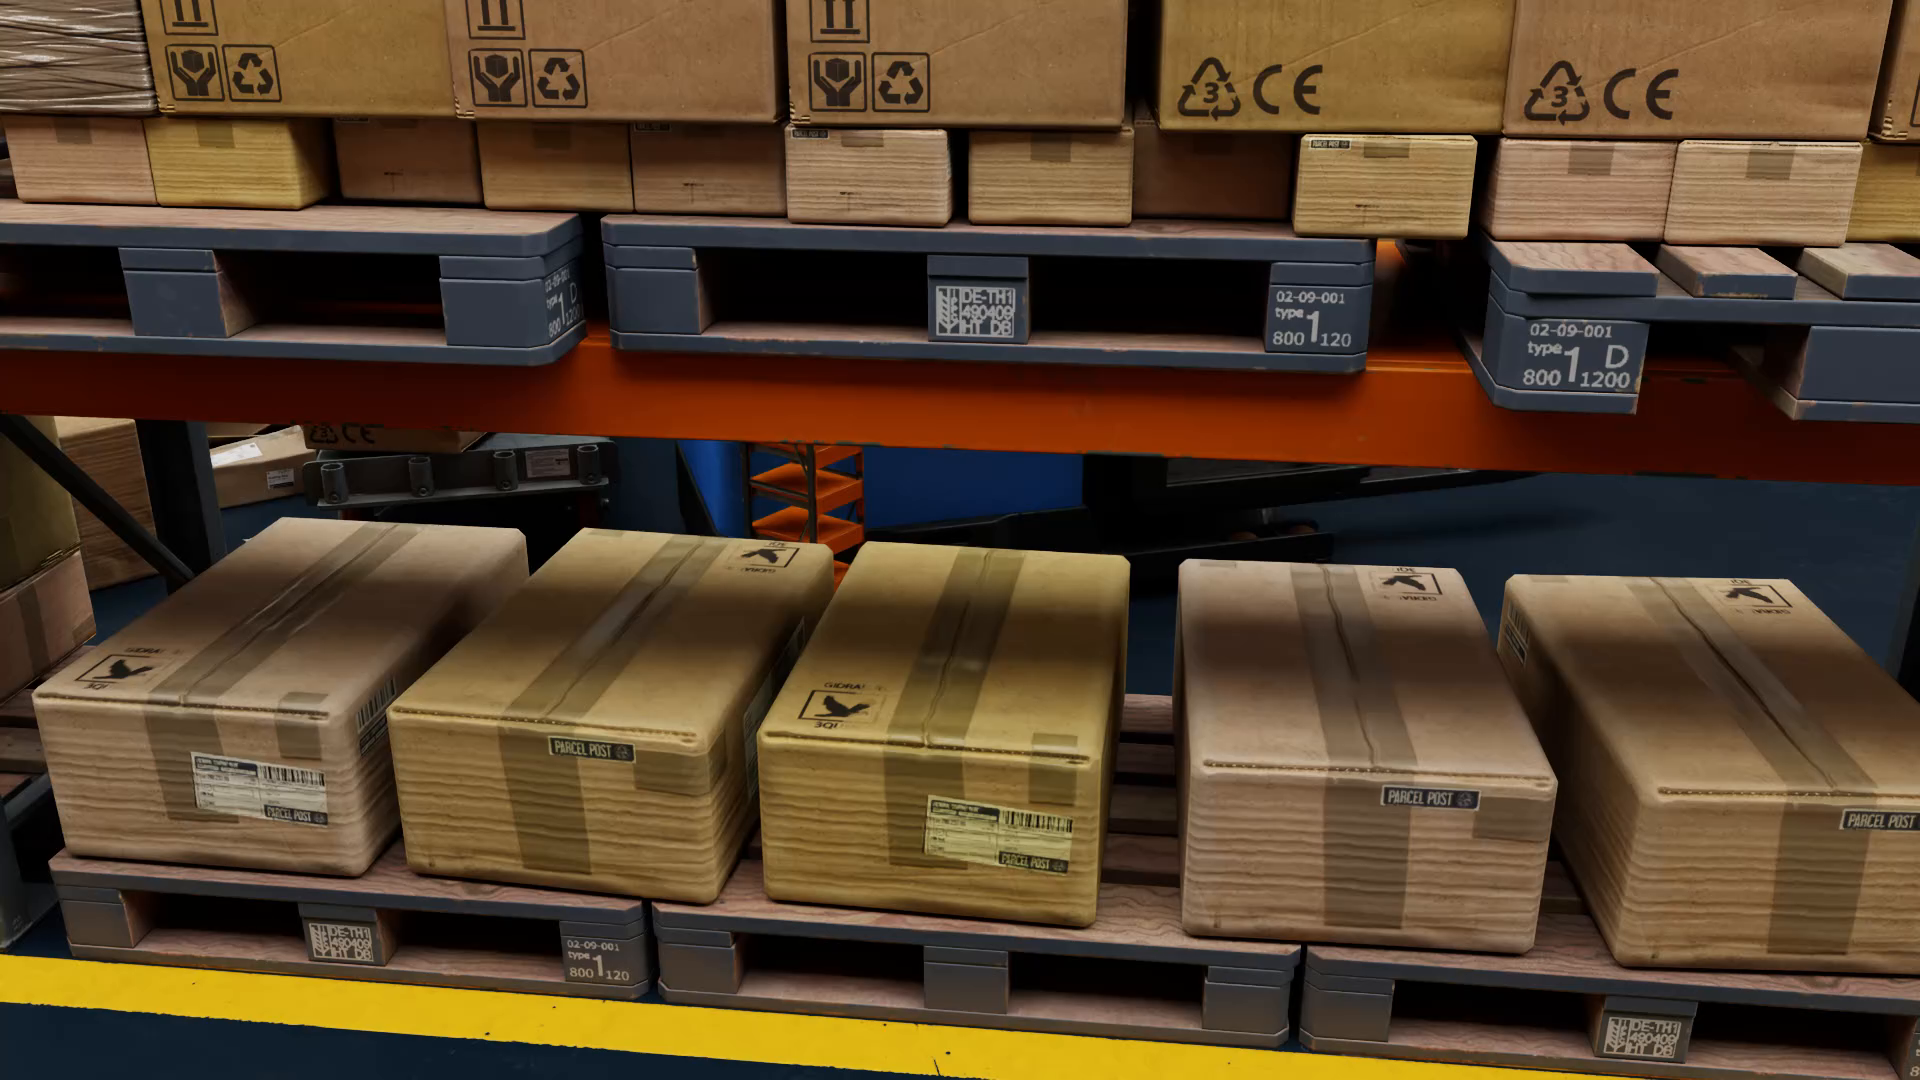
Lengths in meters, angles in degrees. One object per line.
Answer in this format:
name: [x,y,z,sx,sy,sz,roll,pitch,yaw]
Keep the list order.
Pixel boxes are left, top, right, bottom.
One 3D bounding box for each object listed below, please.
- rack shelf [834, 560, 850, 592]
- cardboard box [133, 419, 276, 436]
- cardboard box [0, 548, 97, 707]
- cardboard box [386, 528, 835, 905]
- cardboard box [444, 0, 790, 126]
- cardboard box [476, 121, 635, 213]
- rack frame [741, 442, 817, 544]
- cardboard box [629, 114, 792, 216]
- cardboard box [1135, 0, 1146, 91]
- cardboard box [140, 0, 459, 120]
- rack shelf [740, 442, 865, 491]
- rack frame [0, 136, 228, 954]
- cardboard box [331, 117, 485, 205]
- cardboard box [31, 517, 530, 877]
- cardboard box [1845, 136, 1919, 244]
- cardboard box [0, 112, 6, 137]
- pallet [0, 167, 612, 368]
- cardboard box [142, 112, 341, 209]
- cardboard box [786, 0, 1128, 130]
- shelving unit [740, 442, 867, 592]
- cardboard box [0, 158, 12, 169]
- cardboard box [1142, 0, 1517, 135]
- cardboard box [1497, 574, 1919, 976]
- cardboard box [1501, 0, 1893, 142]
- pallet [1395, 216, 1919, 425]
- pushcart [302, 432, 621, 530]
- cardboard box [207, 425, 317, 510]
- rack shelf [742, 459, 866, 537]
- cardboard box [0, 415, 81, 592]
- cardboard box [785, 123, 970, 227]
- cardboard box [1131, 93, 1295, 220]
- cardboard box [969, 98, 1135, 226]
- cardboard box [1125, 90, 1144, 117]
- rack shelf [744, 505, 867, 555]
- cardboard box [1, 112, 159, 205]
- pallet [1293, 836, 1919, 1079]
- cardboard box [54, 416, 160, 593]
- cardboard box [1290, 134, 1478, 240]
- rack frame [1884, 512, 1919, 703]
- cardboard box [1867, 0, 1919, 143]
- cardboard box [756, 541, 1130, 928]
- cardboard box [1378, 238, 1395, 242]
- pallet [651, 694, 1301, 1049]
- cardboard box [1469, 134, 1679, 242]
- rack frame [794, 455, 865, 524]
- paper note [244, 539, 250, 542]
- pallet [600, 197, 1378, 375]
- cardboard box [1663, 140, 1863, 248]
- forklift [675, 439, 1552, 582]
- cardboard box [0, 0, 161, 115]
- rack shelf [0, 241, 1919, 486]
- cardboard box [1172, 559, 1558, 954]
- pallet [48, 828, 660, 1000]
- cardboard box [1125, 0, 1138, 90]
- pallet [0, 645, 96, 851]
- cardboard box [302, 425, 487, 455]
rack shelf: [-0.395,0.114,4.292,0.258,0.103,0.180,15,26,34]
cardboard box: [-2.918,-0.636,6.179,0.503,0.637,0.797,2,22,6]
cardboard box: [-2.472,0.210,3.998,0.500,0.250,0.500,2,22,4]
cardboard box: [-0.682,0.329,3.531,0.625,0.372,0.950,4,22,10]
cardboard box: [-0.499,-0.957,2.668,0.500,0.500,0.500,2,22,6]
cardboard box: [-0.618,-0.664,2.810,0.250,0.149,0.380,3,22,7]
rack frame: [-0.449,-0.123,4.120,0.240,1.200,0.006,15,26,34]
cardboard box: [-0.373,-0.653,2.781,0.250,0.149,0.380,3,22,7]
cardboard box: [0.589,-1.101,3.033,0.500,0.500,0.500,3,22,7]
cardboard box: [-0.988,-0.983,2.735,0.500,0.500,0.500,3,22,6]
rack shelf: [-0.395,-0.221,4.160,0.258,0.103,0.180,15,26,34]
rack frame: [-1.918,-0.750,3.256,0.127,3.000,1.000,2,22,6]
cardboard box: [-0.869,-0.690,2.877,0.250,0.149,0.380,4,22,10]
cardboard box: [-1.396,0.299,3.607,0.625,0.372,0.950,3,22,7]
cardboard box: [1.427,-0.568,2.568,0.250,0.149,0.380,3,22,7]
cardboard box: [-2.322,-1.055,3.488,0.500,0.500,0.500,2,22,6]
pallet: [-1.176,-0.574,3.073,1.213,0.211,1.003,2,22,6]
cardboard box: [-1.159,-0.675,2.837,0.250,0.149,0.380,3,22,7]
cardboard box: [0.012,-0.939,2.622,0.500,0.500,0.500,2,22,4]
shelving unit: [-0.395,-0.150,4.188,0.258,1.200,0.189,15,26,34]
cardboard box: [-2.193,-0.763,3.633,0.250,0.149,0.380,2,22,6]
cardboard box: [0.554,-0.915,2.561,0.500,0.500,0.500,1,22,3]
cardboard box: [1.495,0.422,3.295,0.625,0.372,0.950,1,22,3]
cardboard box: [1.056,-0.893,2.507,0.500,0.500,0.500,2,22,5]
pallet: [1.334,-0.479,2.833,1.003,0.211,1.213,2,22,6]
pushcart: [-1.699,-0.365,5.849,0.936,0.377,1.648,-5,22,-12]
cardboard box: [-2.474,-0.297,5.830,0.396,0.266,0.258,-14,25,-31]
rack shelf: [-0.395,-0.109,4.204,0.258,0.103,0.180,15,26,34]
cardboard box: [-2.472,-0.139,3.860,0.500,0.500,0.500,4,22,9]
cardboard box: [-0.115,-0.622,2.704,0.250,0.149,0.380,3,22,8]
cardboard box: [0.412,-0.640,2.750,0.250,0.149,0.380,3,22,7]
cardboard box: [0.153,-0.621,2.702,0.250,0.149,0.380,2,22,5]
cardboard box: [0.406,-0.789,3.127,0.250,0.149,0.380,3,22,8]
rack shelf: [-0.395,0.003,4.248,0.258,0.103,0.180,15,26,34]
cardboard box: [-1.406,-0.689,2.873,0.250,0.149,0.380,3,22,7]
pallet: [1.279,0.686,3.418,1.213,0.211,1.003,2,22,6]
cardboard box: [-2.822,-0.131,5.089,0.500,0.500,0.500,-19,28,-40]
cardboard box: [0.647,-0.584,2.606,0.250,0.149,0.380,3,22,7]
rack frame: [2.055,-0.576,2.818,0.127,3.000,1.000,2,22,6]
cardboard box: [1.570,-0.875,2.461,0.500,0.500,0.500,2,22,5]
cardboard box: [0.009,0.358,3.457,0.625,0.372,0.950,3,22,8]
cardboard box: [1.943,-1.596,7.887,0.750,0.750,1.050,2,22,6]
pallet: [0.071,0.632,3.553,1.213,0.211,1.003,2,22,6]
cardboard box: [0.922,-0.577,2.589,0.250,0.149,0.380,1,22,4]
rack frame: [-0.340,-0.177,4.256,0.240,1.200,0.006,15,26,34]
paper note: [-2.243,-0.015,5.435,0.142,0.019,0.148,2,22,6]
pallet: [0.084,-0.558,3.032,1.213,0.211,1.003,2,22,6]
cardboard box: [1.171,-0.563,2.554,0.250,0.149,0.380,2,22,6]
forklift: [0.648,-1.399,4.992,3.031,2.935,1.130,-6,22,-15]
cardboard box: [-1.486,-1.005,2.789,0.500,0.500,0.500,3,22,8]
rack shelf: [0.069,-0.328,3.169,4.000,0.370,1.077,2,22,6]
cardboard box: [0.761,0.393,3.368,0.625,0.372,0.950,2,22,5]
pallet: [-1.144,0.580,3.685,1.213,0.211,1.003,2,22,6]
cardboard box: [0.093,-1.126,3.095,0.500,0.500,0.500,2,22,4]
pallet: [-2.589,0.531,3.809,1.213,0.211,1.003,2,22,6]
cardboard box: [-1.738,-0.590,5.223,0.500,0.500,0.500,2,22,6]
